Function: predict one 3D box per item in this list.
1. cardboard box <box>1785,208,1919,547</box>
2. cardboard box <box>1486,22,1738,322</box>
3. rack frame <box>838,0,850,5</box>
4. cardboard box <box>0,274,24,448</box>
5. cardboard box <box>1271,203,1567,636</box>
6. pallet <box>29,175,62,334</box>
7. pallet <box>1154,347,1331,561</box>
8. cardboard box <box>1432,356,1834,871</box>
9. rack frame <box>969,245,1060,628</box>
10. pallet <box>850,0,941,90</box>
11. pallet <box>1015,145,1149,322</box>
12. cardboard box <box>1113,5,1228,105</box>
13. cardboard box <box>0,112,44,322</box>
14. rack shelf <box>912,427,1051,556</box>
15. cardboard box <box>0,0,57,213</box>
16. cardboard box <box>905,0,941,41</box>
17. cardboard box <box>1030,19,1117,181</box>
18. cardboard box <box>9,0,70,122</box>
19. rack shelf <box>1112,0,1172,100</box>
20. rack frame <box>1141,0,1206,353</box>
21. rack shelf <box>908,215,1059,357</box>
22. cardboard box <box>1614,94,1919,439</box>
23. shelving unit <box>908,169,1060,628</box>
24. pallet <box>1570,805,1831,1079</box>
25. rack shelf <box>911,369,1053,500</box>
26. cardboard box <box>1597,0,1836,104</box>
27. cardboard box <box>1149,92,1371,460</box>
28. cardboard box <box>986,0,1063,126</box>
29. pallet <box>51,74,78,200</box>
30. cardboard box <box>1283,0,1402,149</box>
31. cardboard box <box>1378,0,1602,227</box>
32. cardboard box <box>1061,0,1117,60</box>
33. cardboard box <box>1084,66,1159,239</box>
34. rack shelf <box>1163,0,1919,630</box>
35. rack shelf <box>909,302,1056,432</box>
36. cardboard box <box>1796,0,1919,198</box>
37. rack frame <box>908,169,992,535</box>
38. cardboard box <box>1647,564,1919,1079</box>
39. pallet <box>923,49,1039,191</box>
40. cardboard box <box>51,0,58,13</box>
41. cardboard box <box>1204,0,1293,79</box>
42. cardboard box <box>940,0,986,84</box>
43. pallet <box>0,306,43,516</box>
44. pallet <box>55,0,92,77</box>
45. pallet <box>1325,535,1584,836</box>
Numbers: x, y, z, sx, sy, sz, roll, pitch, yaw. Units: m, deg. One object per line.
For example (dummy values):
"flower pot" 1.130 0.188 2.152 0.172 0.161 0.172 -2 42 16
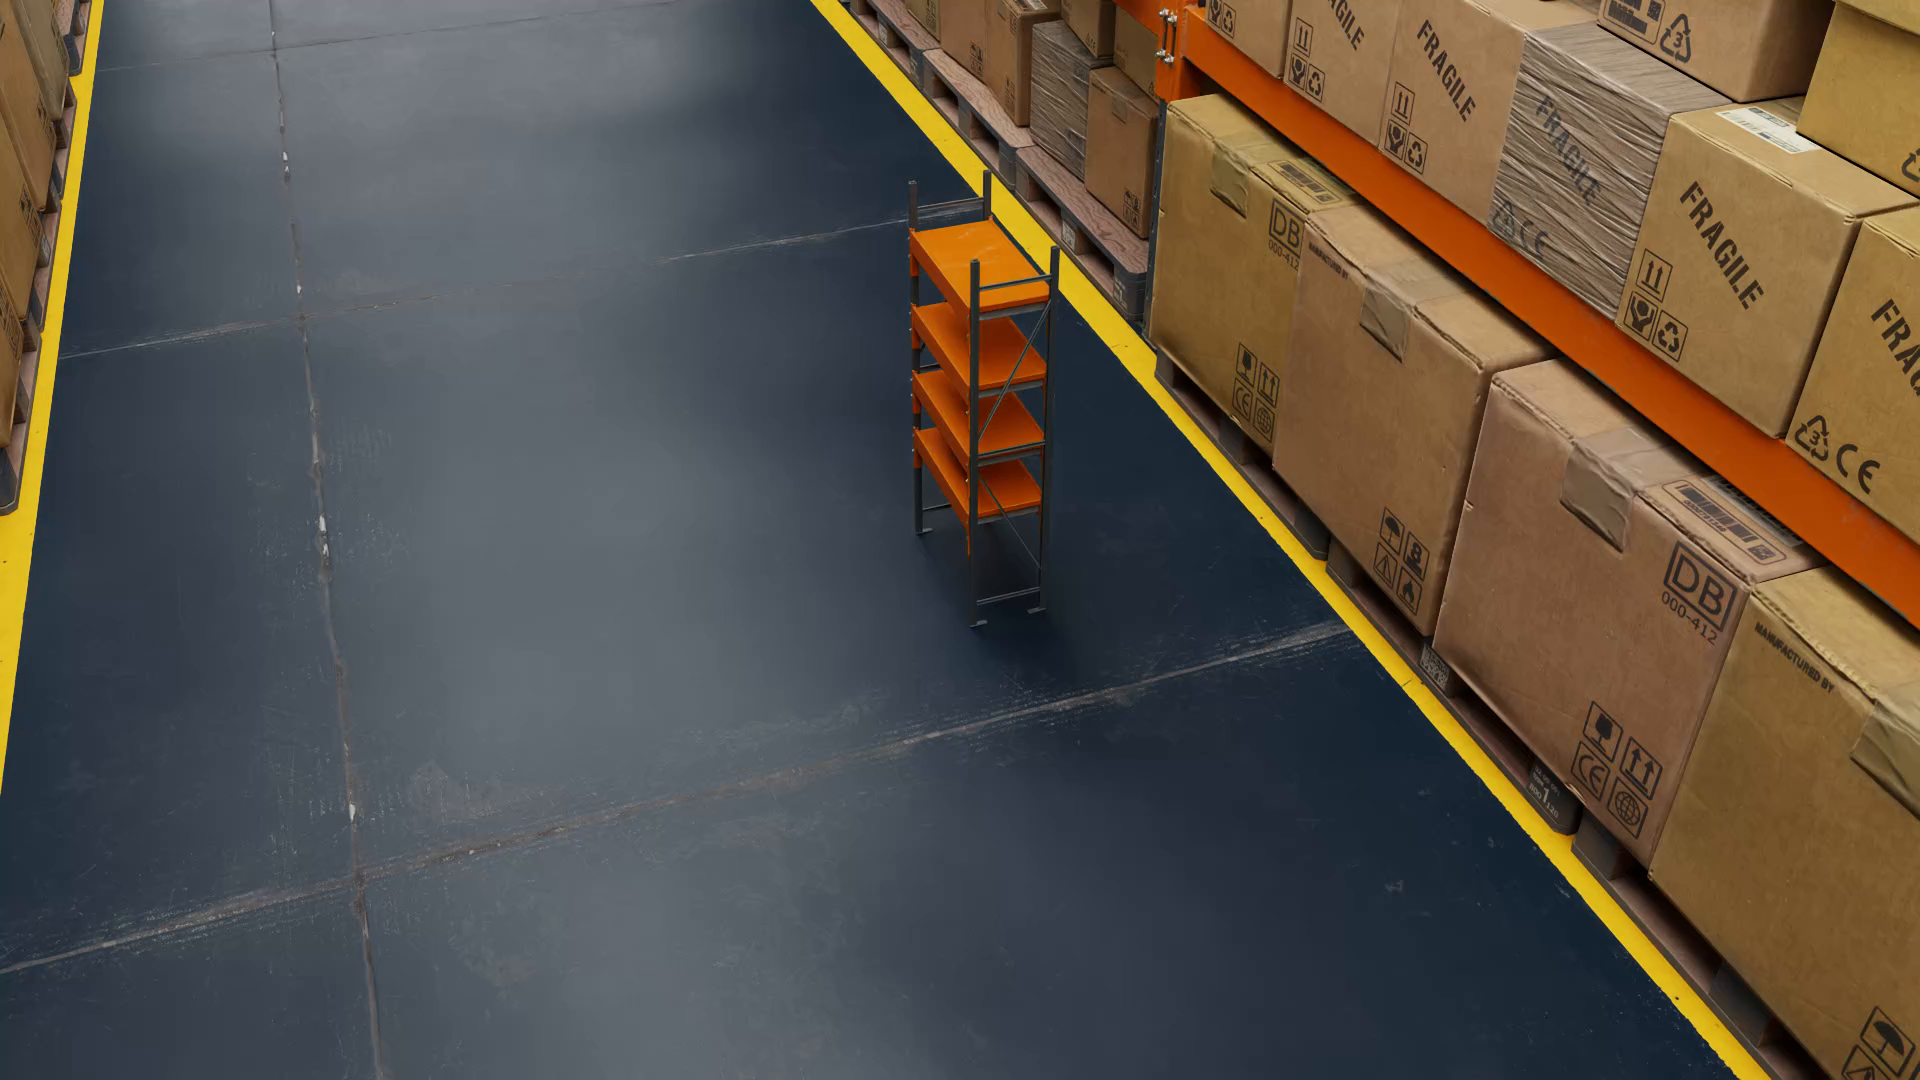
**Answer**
"cardboard box" 1.968 -0.298 3.069 0.500 0.500 0.500 -11 38 -15
"cardboard box" 1.614 -0.876 3.836 0.500 0.500 0.500 -12 39 -16
"rack frame" -0.203 -4.289 8.451 1.000 3.000 0.127 -12 39 -16
"cardboard box" -3.644 -0.691 5.195 1.050 0.750 0.750 -13 39 -17
"cardboard box" 1.691 -0.449 4.770 1.225 0.875 0.875 -12 39 -16
"pallet" -4.135 -1.095 6.528 1.003 0.211 1.213 -12 39 -16
"pallet" 1.374 -0.454 5.678 1.003 0.211 1.213 -12 39 -16
"cardboard box" 2.002 0.049 4.108 1.225 0.875 0.875 -14 39 -18
"rack frame" 0.141 -0.248 4.582 0.240 1.200 0.015 -12 39 -16
"pallet" 0.066 -2.735 8.706 1.003 0.211 1.213 -12 39 -16
"pallet" 0.906 -1.357 6.876 1.003 0.211 1.213 -12 39 -16
"cardboard box" 0.914 -1.878 6.339 0.500 0.250 0.500 -11 38 -14
"cardboard box" -3.948 -1.184 5.850 1.050 0.750 0.750 -12 39 -15
"rack shelf" 0.057 -0.173 4.925 0.258 0.148 0.480 -12 39 -16
"cardboard box" -4.269 -1.710 6.548 1.050 0.750 0.750 -12 39 -16
"cardboard box" 0.134 -2.841 8.241 0.700 0.500 0.500 -13 39 -16
"cardboard box" 0.721 -1.891 6.980 0.700 0.500 0.500 -16 40 -20
"cardboard box" -4.597 -2.256 7.273 1.050 0.750 0.750 -13 39 -16
"rack shelf" 0.485 -2.872 7.167 1.077 0.370 4.000 -12 39 -16
"rack frame" 1.173 -2.029 5.451 1.000 3.000 0.127 -12 39 -16
"rack shelf" 0.057 -0.700 4.528 0.258 0.148 0.480 -12 39 -16
"cardboard box" 1.782 -0.592 3.459 0.500 0.500 0.500 -13 39 -16
"shelving unit" 0.057 -0.386 4.765 0.258 1.200 0.503 -12 39 -16
"pallet" 2.213 0.924 3.848 1.003 0.211 1.213 -12 39 -16
"rack shelf" 0.057 -0.332 4.805 0.258 0.148 0.480 -12 39 -16
"cardboard box" 1.868 -1.307 3.575 0.797 0.503 0.637 -11 38 -14
"cardboard box" 1.391 -0.954 5.440 1.225 0.875 0.875 -14 39 -18
"cardboard box" 0.519 -2.210 7.403 0.700 0.500 0.500 -9 38 -12
"pallet" -4.559 -1.785 7.444 1.003 0.211 1.213 -12 39 -16
"cardboard box" 1.265 -1.447 4.595 0.500 0.500 0.500 -13 39 -17
"cardboard box" 1.444 -1.159 4.212 0.500 0.500 0.500 -13 39 -17
"cardboard box" 0.722 -2.176 6.734 0.500 0.250 0.500 -8 38 -11
"cardboard box" 0.924 -1.581 6.567 0.700 0.500 0.500 -14 39 -18
"rack shelf" 1.861 -0.612 4.167 1.077 0.370 4.000 -12 39 -16
"rack shelf" 0.057 -0.511 4.671 0.258 0.148 0.480 -12 39 -16
"cardboard box" 2.097 -0.959 3.114 0.797 0.503 0.637 -12 39 -15
"rack frame" -0.027 -0.524 4.948 0.240 1.200 0.015 -12 39 -16
"cardboard box" 2.311 0.554 3.438 1.225 0.875 0.875 -12 39 -16
"pallet" 0.490 -2.045 7.790 1.003 0.211 1.213 -12 39 -16
"cardboard box" -5.046 -3.008 8.167 0.875 0.875 0.875 -12 39 -15
"cardboard box" 1.085 -1.738 4.981 0.500 0.500 0.500 -11 38 -15
"cardboard box" 0.327 -2.525 7.822 0.700 0.500 0.500 -16 40 -20
"pallet" -3.719 -0.406 5.614 1.003 0.211 1.213 -12 39 -16
"pallet" -5.083 -2.651 8.594 1.003 0.211 1.213 -12 39 -16
"pallet" 1.790 0.234 4.764 1.003 0.211 1.213 -12 39 -16
